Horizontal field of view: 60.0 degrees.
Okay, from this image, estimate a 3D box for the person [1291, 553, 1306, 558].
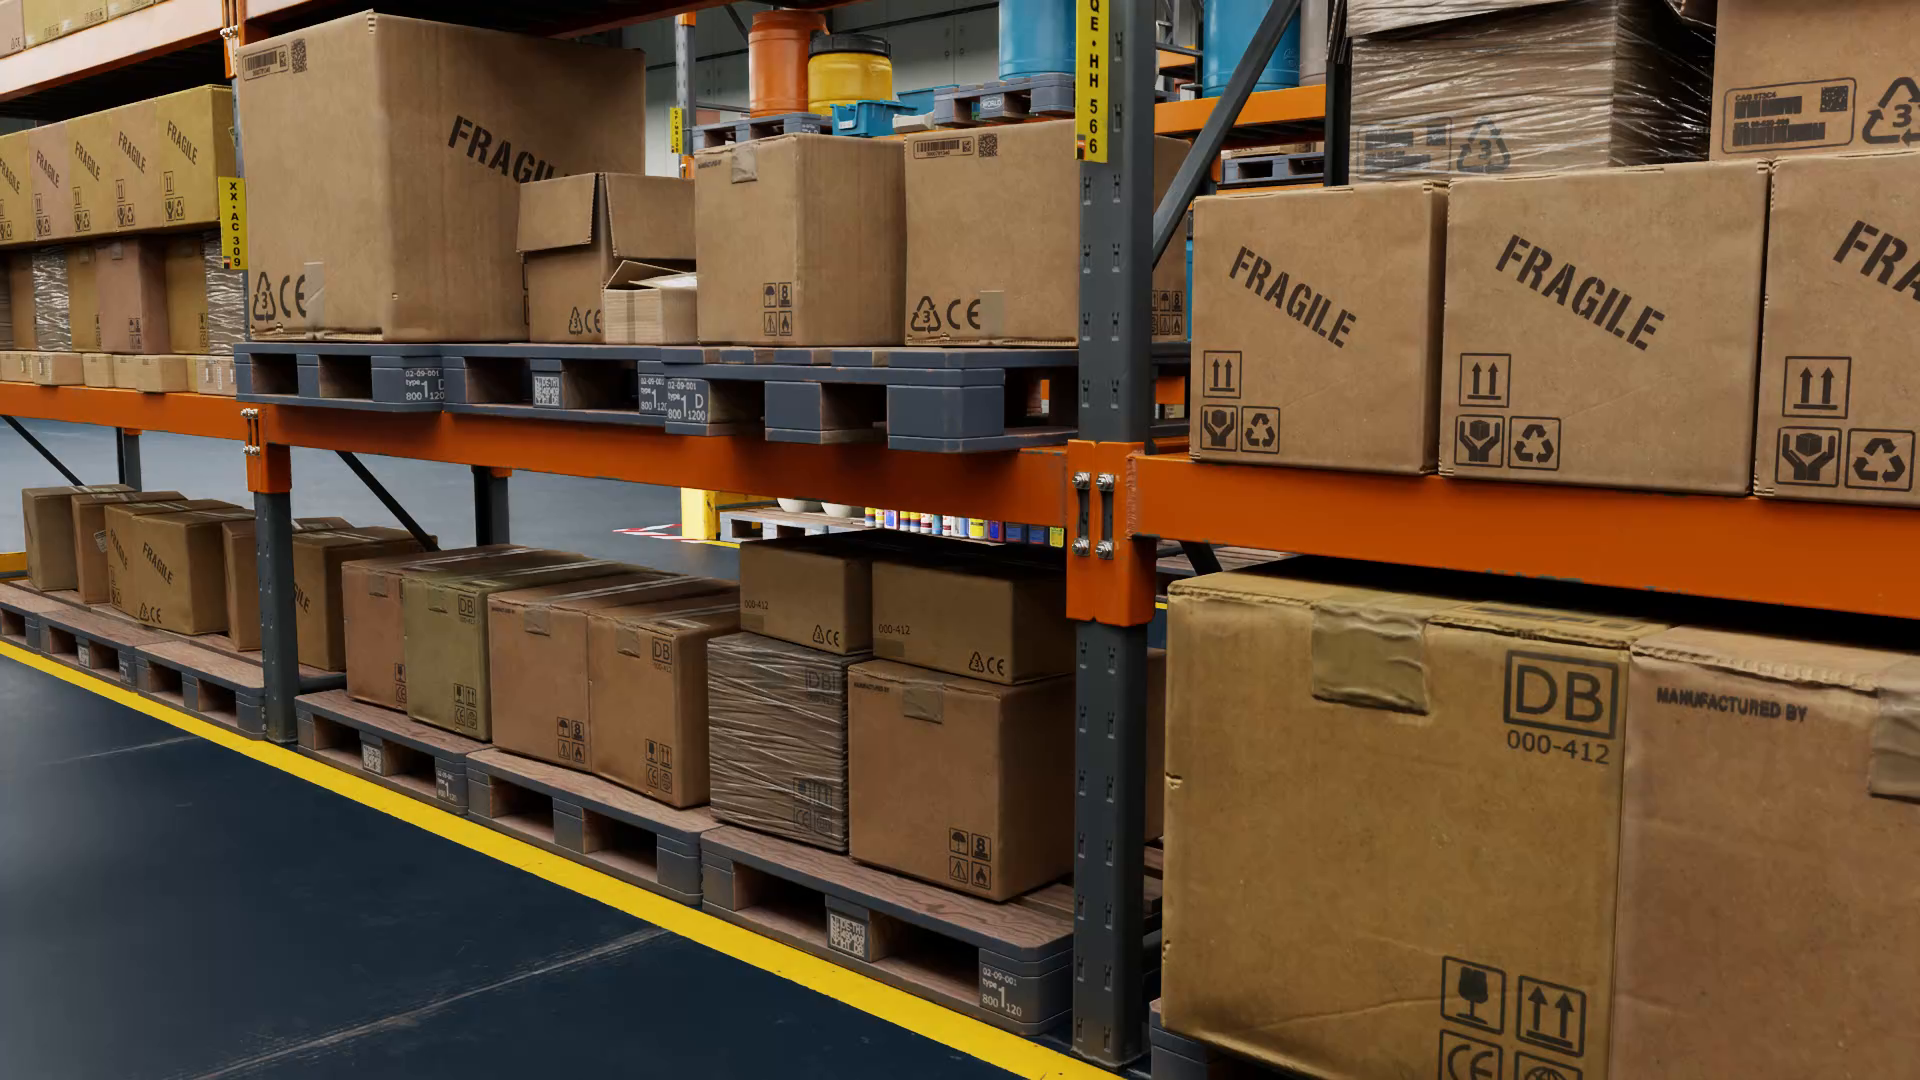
[{"bbox_3d":[1.461,0.183,5.758,0.697,1.188,0.495,7,10,43],"label":"person"}]
